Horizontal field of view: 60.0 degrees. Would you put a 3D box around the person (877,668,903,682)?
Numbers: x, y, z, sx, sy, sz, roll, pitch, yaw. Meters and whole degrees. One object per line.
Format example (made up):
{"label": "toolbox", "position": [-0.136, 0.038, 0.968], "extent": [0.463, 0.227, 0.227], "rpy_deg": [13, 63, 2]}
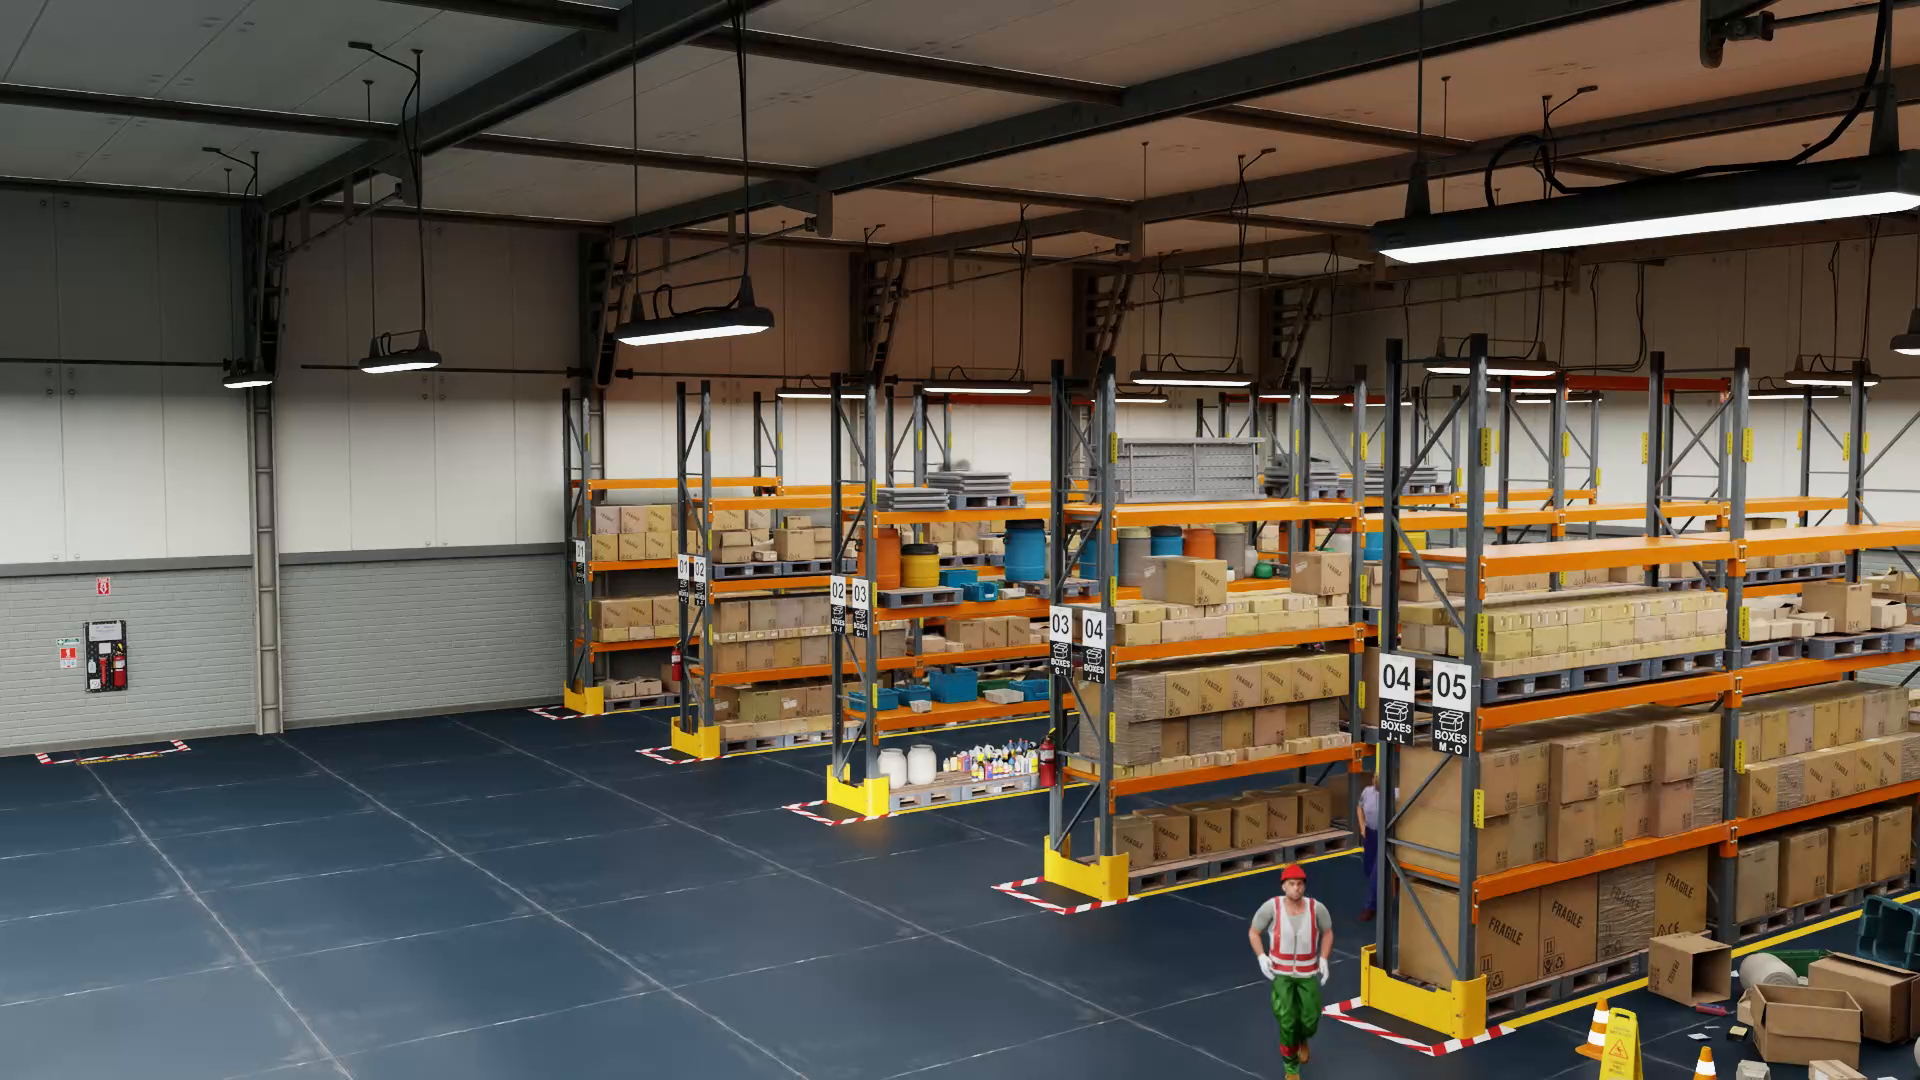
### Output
{"label": "person", "position": [-1.392, 2.085, 31.820], "extent": [0.547, 1.549, 0.707], "rpy_deg": [3, 5, 41]}

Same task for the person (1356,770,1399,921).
{"label": "person", "position": [4.553, 3.223, 17.852], "extent": [0.631, 1.640, 0.839], "rpy_deg": [3, 5, 42]}

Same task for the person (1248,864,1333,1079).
{"label": "person", "position": [2.638, 3.440, 13.265], "extent": [0.671, 1.754, 0.597], "rpy_deg": [0, 4, 5]}
